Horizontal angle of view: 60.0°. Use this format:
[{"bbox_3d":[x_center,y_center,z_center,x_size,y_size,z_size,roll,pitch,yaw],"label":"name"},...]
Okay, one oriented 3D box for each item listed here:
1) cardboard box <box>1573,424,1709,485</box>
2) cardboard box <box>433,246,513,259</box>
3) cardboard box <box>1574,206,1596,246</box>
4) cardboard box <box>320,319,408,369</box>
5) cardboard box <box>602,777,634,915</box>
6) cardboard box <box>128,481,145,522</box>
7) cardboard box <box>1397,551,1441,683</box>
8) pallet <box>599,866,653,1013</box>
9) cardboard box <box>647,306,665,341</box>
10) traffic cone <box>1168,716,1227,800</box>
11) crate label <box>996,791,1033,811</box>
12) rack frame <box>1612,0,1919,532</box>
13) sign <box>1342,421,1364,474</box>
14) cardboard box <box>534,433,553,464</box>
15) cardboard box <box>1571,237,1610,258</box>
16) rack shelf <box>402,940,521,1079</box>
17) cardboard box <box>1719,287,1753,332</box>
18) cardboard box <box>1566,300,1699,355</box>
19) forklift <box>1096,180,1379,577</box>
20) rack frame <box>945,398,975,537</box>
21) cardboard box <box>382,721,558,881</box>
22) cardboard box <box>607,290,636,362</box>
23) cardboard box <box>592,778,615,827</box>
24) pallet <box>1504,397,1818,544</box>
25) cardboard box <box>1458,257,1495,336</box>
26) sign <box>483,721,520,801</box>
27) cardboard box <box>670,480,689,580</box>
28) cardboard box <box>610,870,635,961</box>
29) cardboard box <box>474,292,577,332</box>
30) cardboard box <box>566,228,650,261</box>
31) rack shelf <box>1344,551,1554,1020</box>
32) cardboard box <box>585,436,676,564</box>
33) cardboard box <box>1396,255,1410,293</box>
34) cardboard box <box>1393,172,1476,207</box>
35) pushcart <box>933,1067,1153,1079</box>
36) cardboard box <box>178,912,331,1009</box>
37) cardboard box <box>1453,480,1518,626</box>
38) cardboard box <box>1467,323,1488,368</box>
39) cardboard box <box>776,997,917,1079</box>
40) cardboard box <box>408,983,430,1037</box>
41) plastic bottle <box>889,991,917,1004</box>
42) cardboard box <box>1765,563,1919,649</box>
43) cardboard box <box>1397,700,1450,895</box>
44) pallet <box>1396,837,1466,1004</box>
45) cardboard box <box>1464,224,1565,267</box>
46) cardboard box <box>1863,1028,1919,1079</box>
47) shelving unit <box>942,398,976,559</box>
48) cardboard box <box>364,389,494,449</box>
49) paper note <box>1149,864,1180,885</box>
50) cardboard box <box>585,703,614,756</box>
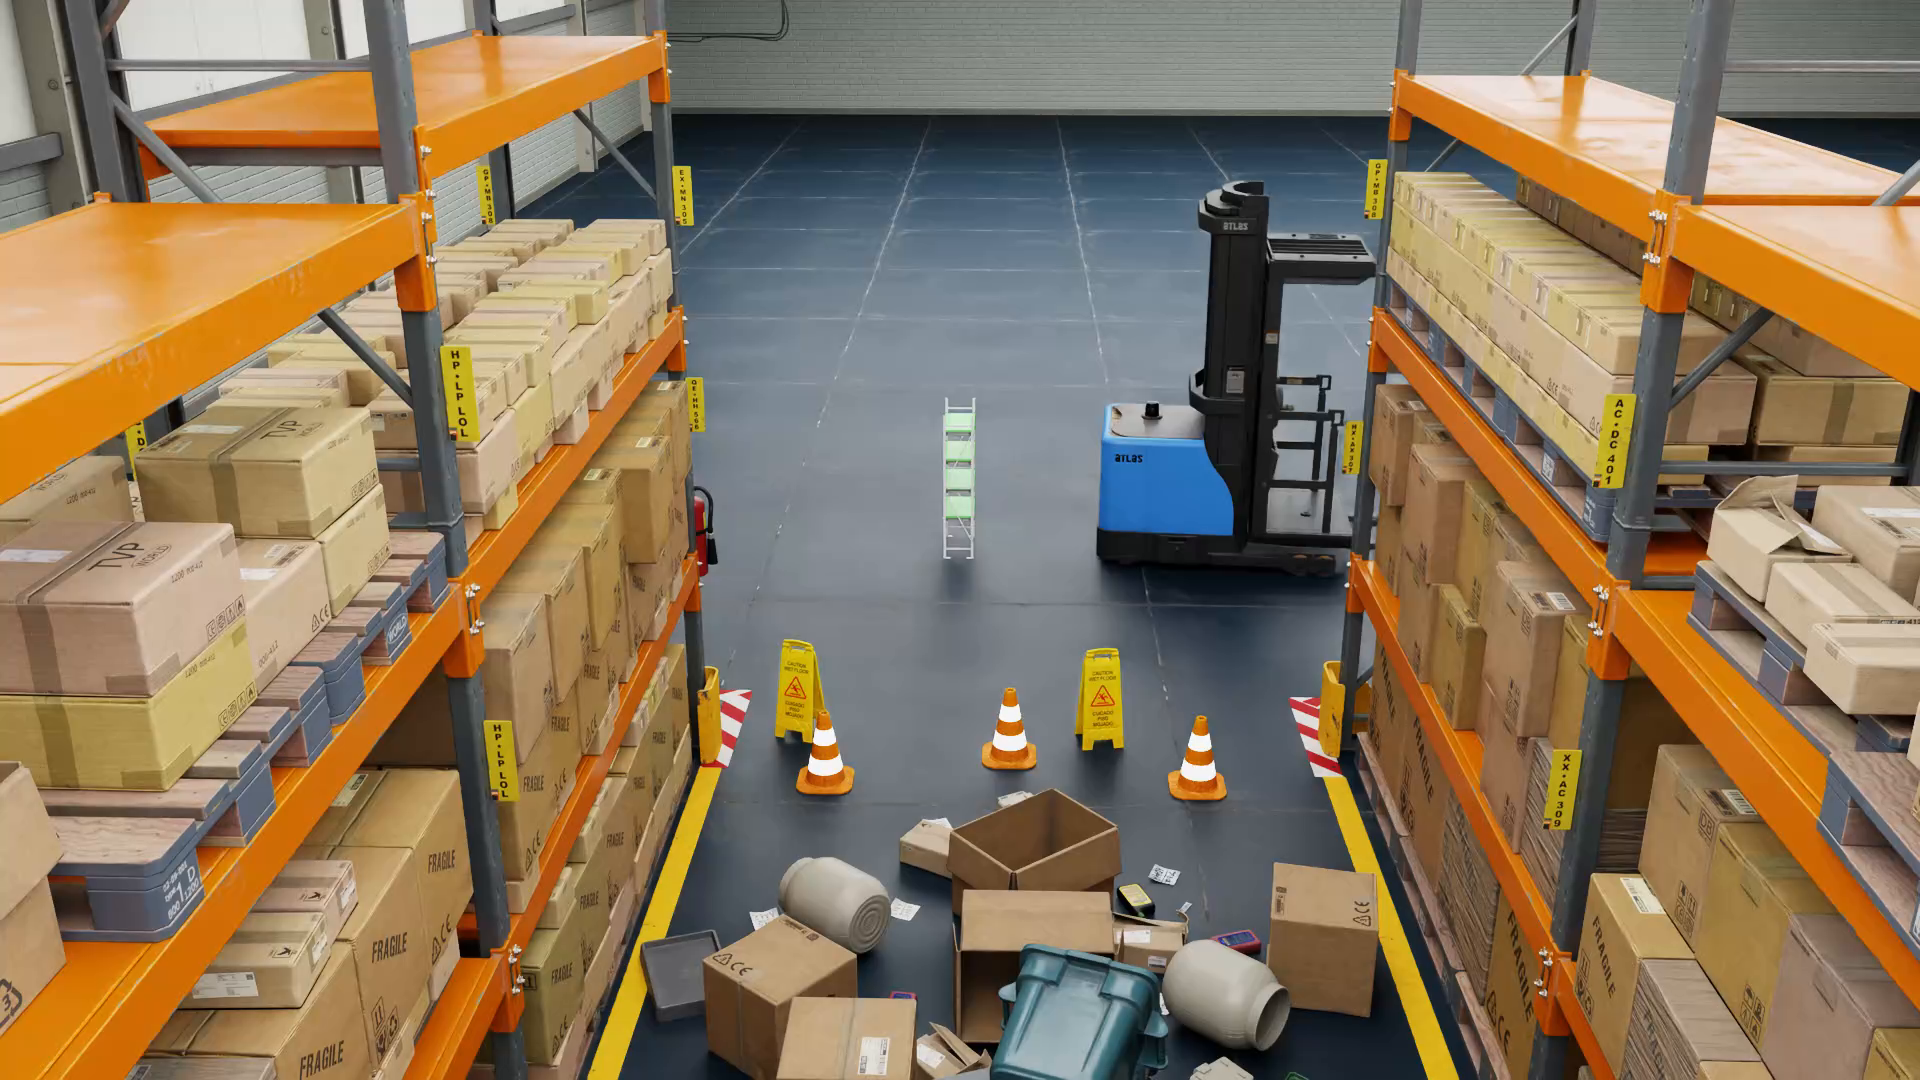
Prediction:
[{"bbox_3d":[2.430,-0.306,5.946,0.380,0.149,0.250,1,21,1],"label":"cardboard box"},{"bbox_3d":[-2.448,-1.367,8.297,0.380,0.149,0.250,1,21,1],"label":"cardboard box"},{"bbox_3d":[3.158,-1.496,7.911,0.380,0.149,0.250,1,21,2],"label":"cardboard box"},{"bbox_3d":[-2.404,-0.812,6.866,0.380,0.149,0.250,0,21,1],"label":"cardboard box"},{"bbox_3d":[-1.902,1.480,8.045,0.500,0.500,0.500,2,21,4],"label":"cardboard box"},{"bbox_3d":[-2.630,0.018,5.110,0.500,0.250,0.500,0,21,0],"label":"cardboard box"},{"bbox_3d":[2.757,0.372,8.510,0.875,0.550,0.550,1,21,2],"label":"cardboard box"},{"bbox_3d":[-2.192,1.950,8.506,1.003,0.211,1.213,1,21,2],"label":"pallet"},{"bbox_3d":[-1.796,-1.170,8.892,0.380,0.149,0.250,1,21,2],"label":"cardboard box"},{"bbox_3d":[1.425,1.266,9.920,0.336,0.463,0.334,1,21,2],"label":"traffic cone"},{"bbox_3d":[0.344,1.567,9.594,0.250,0.136,0.298,-11,24,-26],"label":"crate label"},{"bbox_3d":[2.739,-1.444,5.103,1.000,3.000,0.127,1,21,2],"label":"rack frame"},{"bbox_3d":[2.306,-0.542,9.766,0.100,0.325,0.005,1,21,2],"label":"sign"},{"bbox_3d":[-1.930,-0.428,6.978,0.380,0.149,0.250,0,21,0],"label":"cardboard box"},{"bbox_3d":[3.093,-1.260,7.855,0.500,0.250,0.500,1,21,1],"label":"cardboard box"},{"bbox_3d":[-2.273,2.394,4.501,1.077,0.370,4.000,1,21,2],"label":"rack shelf"},{"bbox_3d":[3.104,-0.854,6.256,0.380,0.149,0.250,0,21,1],"label":"cardboard box"},{"bbox_3d":[2.439,-0.770,6.038,0.380,0.149,0.250,1,21,1],"label":"cardboard box"},{"bbox_3d":[2.644,-1.277,13.061,3.031,2.935,1.130,2,21,6],"label":"forklift"},{"bbox_3d":[0.002,-0.588,13.678,0.240,1.200,0.015,1,21,2],"label":"rack frame"},{"bbox_3d":[-1.920,0.994,6.565,0.500,0.500,0.500,1,21,1],"label":"cardboard box"},{"bbox_3d":[-1.864,-1.021,7.956,0.500,0.250,0.500,1,21,3],"label":"cardboard box"},{"bbox_3d":[-1.841,1.231,7.790,0.380,0.149,0.250,2,21,5],"label":"cardboard box"},{"bbox_3d":[2.774,-0.300,6.424,1.003,0.211,1.213,1,21,2],"label":"pallet"},{"bbox_3d":[2.544,-1.084,7.399,0.500,0.250,0.500,1,21,1],"label":"cardboard box"},{"bbox_3d":[-1.657,0.800,6.013,0.100,0.325,0.005,1,21,2],"label":"sign"},{"bbox_3d":[-1.831,-0.097,9.377,0.500,0.500,0.500,0,21,1],"label":"cardboard box"},{"bbox_3d":[-1.906,1.826,8.190,0.500,0.250,0.500,0,21,1],"label":"cardboard box"},{"bbox_3d":[-1.911,-0.991,7.328,0.380,0.149,0.250,1,21,3],"label":"cardboard box"},{"bbox_3d":[-1.852,-1.546,8.758,0.380,0.149,0.250,1,21,3],"label":"cardboard box"},{"bbox_3d":[2.800,0.965,8.182,1.077,0.370,4.000,1,21,2],"label":"rack shelf"},{"bbox_3d":[-1.823,-0.207,8.277,0.700,0.500,0.500,0,21,1],"label":"cardboard box"},{"bbox_3d":[2.523,-1.404,8.777,0.380,0.149,0.250,1,21,2],"label":"cardboard box"},{"bbox_3d":[2.532,-1.871,8.878,0.380,0.149,0.250,1,21,2],"label":"cardboard box"},{"bbox_3d":[0.069,2.565,6.691,1.648,0.377,0.936,-7,22,-17],"label":"pushcart"},{"bbox_3d":[-1.993,1.170,4.634,0.380,0.149,0.250,0,21,-1],"label":"cardboard box"},{"bbox_3d":[2.847,0.061,7.818,0.875,0.550,0.500,1,21,2],"label":"cardboard box"},{"bbox_3d":[2.476,-0.858,7.368,0.380,0.149,0.250,1,21,1],"label":"cardboard box"},{"bbox_3d":[-0.432,2.156,6.527,0.500,0.500,0.500,1,21,2],"label":"cardboard box"},{"bbox_3d":[-1.977,1.541,5.471,0.380,0.149,0.250,0,21,0],"label":"cardboard box"},{"bbox_3d":[-0.298,2.259,7.915,0.133,0.061,0.283,4,22,11],"label":"plastic bottle"},{"bbox_3d":[2.459,0.202,4.638,0.250,0.149,0.380,1,21,2],"label":"cardboard box"},{"bbox_3d":[2.881,1.266,8.770,0.875,0.875,0.875,0,21,1],"label":"cardboard box"},{"bbox_3d":[2.875,1.937,8.539,1.003,0.211,1.213,1,21,2],"label":"pallet"},{"bbox_3d":[2.485,-1.319,7.455,0.380,0.149,0.250,1,21,2],"label":"cardboard box"},{"bbox_3d":[2.684,1.571,4.106,0.700,0.500,0.500,0,21,1],"label":"cardboard box"},{"bbox_3d":[-0.005,-0.500,13.451,0.258,1.200,0.503,1,21,2],"label":"shelving unit"},{"bbox_3d":[-1.876,-0.428,5.877,0.380,0.149,0.250,0,21,1],"label":"cardboard box"},{"bbox_3d":[1.117,1.825,9.079,0.144,0.017,0.142,8,23,20],"label":"paper note"},{"bbox_3d":[-1.833,0.879,7.756,0.380,0.149,0.250,1,21,2],"label":"cardboard box"}]
